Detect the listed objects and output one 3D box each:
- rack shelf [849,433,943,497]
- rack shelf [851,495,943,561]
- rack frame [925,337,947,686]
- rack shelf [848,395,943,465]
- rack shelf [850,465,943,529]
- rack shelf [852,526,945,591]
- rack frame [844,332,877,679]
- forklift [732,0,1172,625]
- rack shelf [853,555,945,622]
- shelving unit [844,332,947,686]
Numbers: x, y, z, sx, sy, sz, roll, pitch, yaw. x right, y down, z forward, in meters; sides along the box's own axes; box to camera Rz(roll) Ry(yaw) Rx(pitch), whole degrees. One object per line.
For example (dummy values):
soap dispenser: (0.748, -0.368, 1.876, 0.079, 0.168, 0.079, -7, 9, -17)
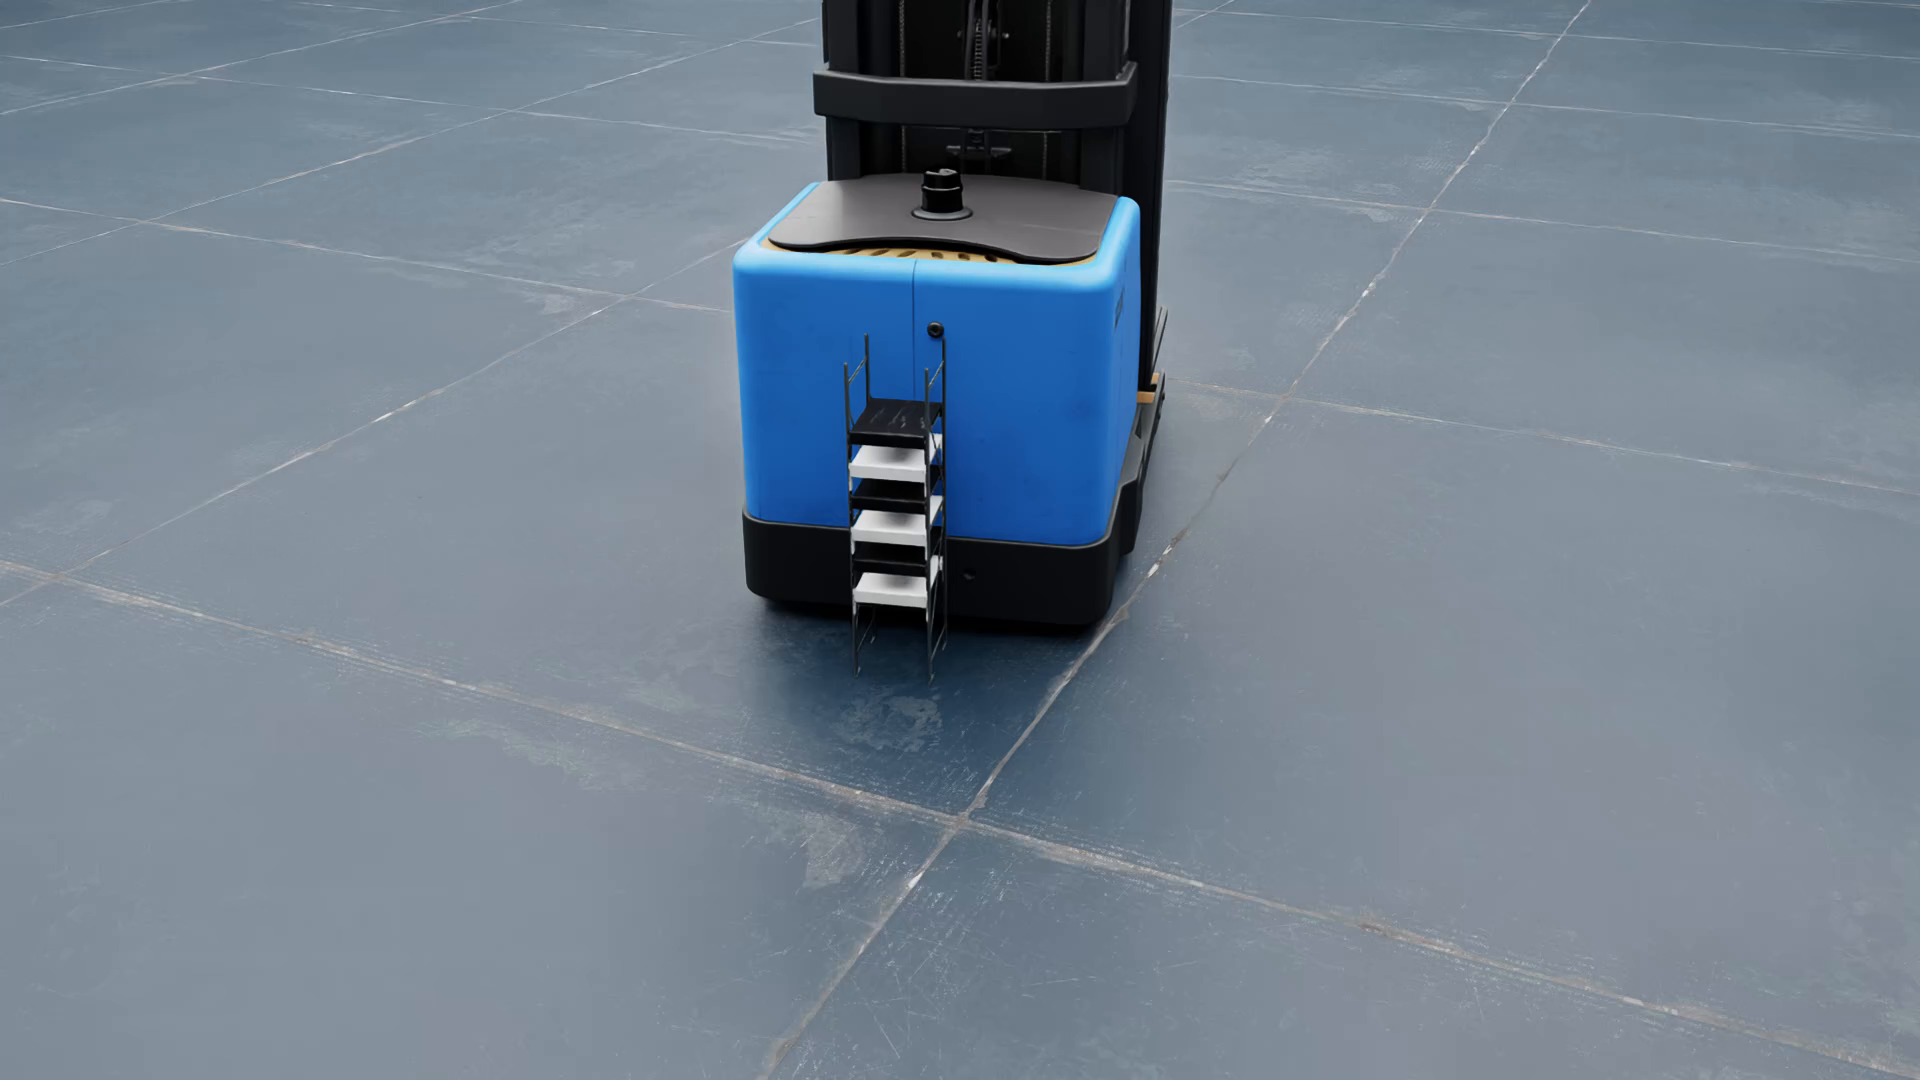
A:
rack shelf: (-0.161, -0.204, 4.314, 0.200, 0.077, 0.258, 5, 27, 9)
rack shelf: (-0.161, -0.043, 4.394, 0.200, 0.077, 0.258, 5, 27, 9)
rack frame: (-0.061, -0.065, 4.362, 0.006, 0.900, 0.240, 5, 27, 9)
rack shelf: (-0.161, -0.285, 4.274, 0.200, 0.077, 0.258, 5, 27, 9)
rack shelf: (-0.161, -0.124, 4.354, 0.200, 0.077, 0.258, 5, 27, 9)
rack shelf: (-0.161, 0.038, 4.434, 0.200, 0.077, 0.258, 5, 27, 9)
rack frame: (-0.261, -0.081, 4.396, 0.006, 0.900, 0.240, 5, 27, 9)
forklift: (0.156, -1.705, 5.395, 1.130, 2.935, 3.031, 5, 27, 9)
rack shelf: (-0.161, 0.118, 4.474, 0.200, 0.077, 0.258, 5, 27, 9)
shelving unit: (-0.161, -0.073, 4.379, 0.210, 0.900, 0.258, 5, 27, 9)
